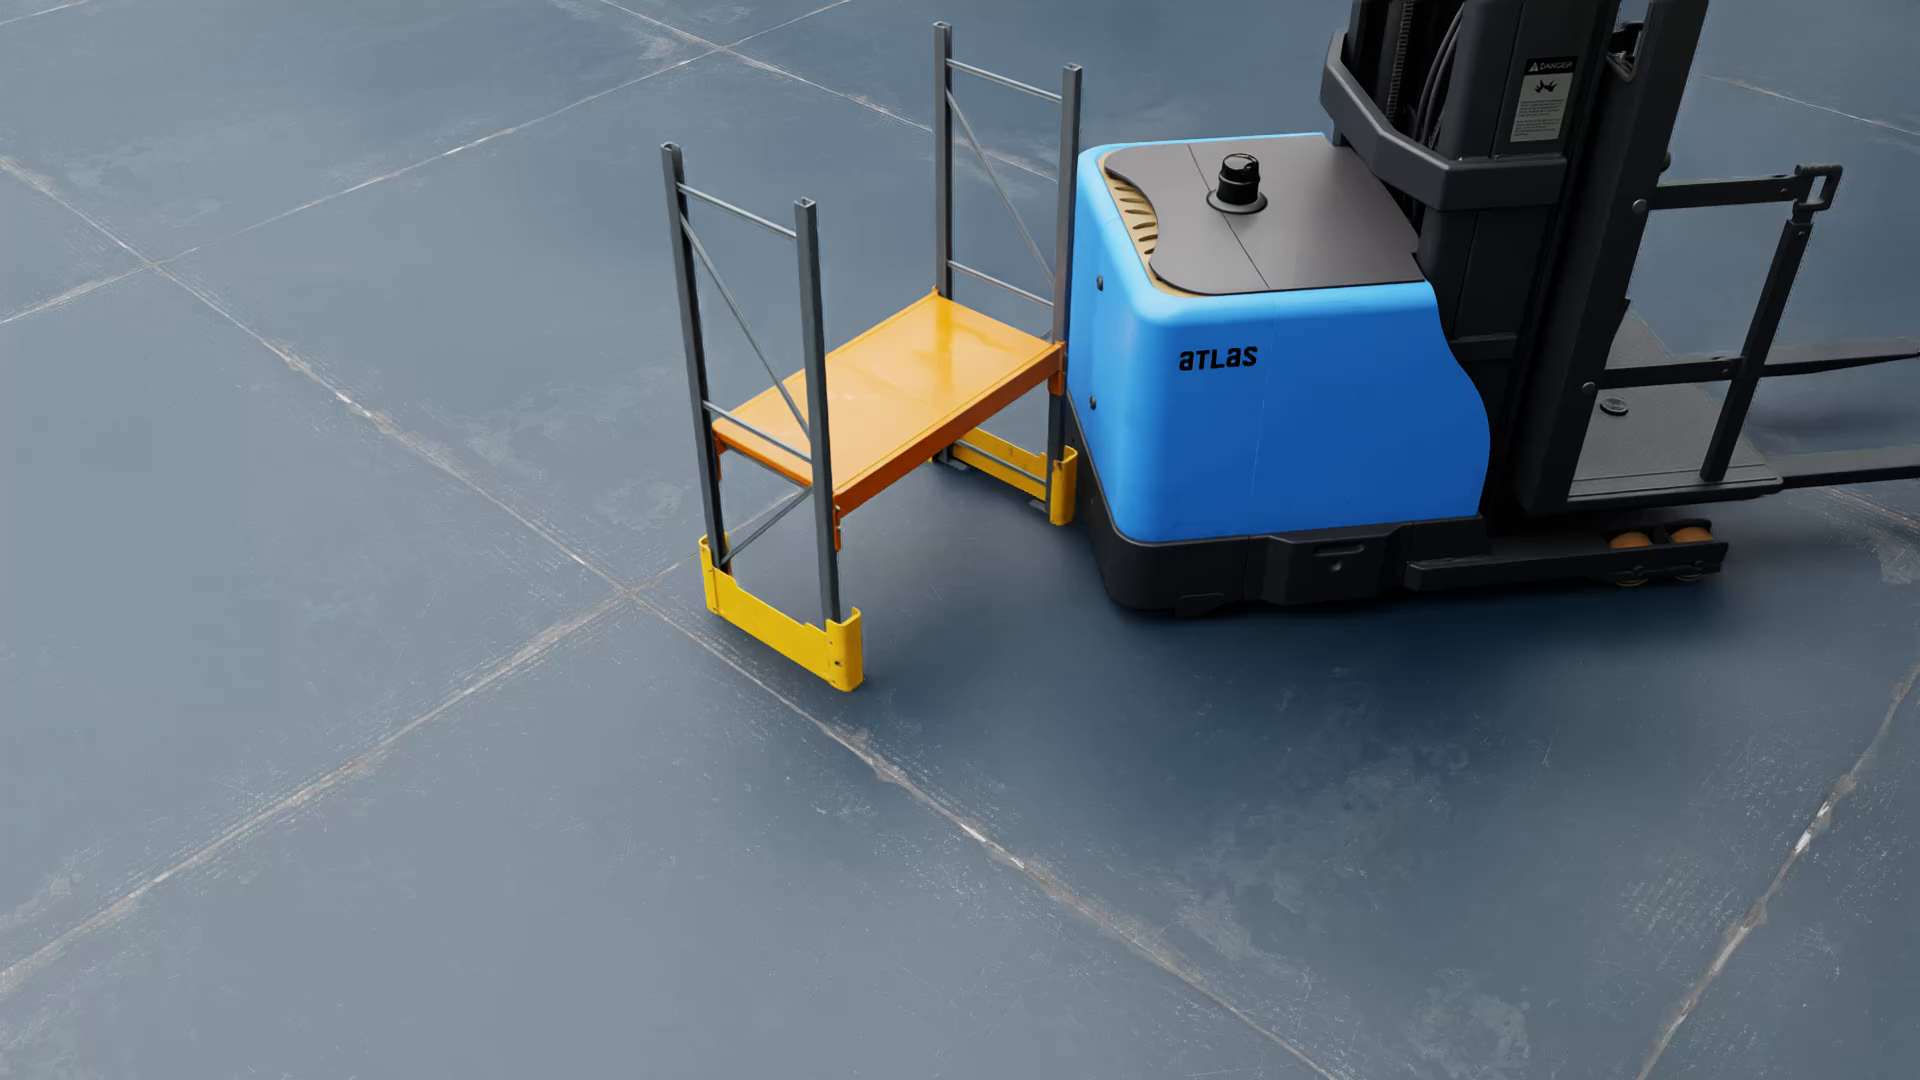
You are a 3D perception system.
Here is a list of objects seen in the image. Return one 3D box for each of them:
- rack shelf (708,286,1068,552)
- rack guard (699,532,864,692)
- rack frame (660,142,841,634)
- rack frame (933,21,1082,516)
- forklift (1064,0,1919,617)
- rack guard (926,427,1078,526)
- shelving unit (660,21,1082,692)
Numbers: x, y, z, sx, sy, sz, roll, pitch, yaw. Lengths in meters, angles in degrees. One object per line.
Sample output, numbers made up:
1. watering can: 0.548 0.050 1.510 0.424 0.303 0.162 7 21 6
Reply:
1. rack shelf: -0.203 -0.381 4.813 0.538 0.185 1.000 28 46 30
2. rack guard: -0.518 0.200 4.797 0.587 0.250 0.087 28 46 30
3. rack frame: -0.531 -0.280 4.397 0.500 1.500 0.032 28 46 30
4. rack frame: 0.125 -0.763 5.005 0.500 1.500 0.032 28 46 30
5. forklift: 1.883 -1.328 4.566 3.031 2.935 1.130 -5 39 -6
6. rack guard: 0.124 -0.274 5.393 0.587 0.250 0.087 28 46 30
7. shelving unit: -0.197 -0.526 4.706 0.587 1.500 1.083 28 46 30
